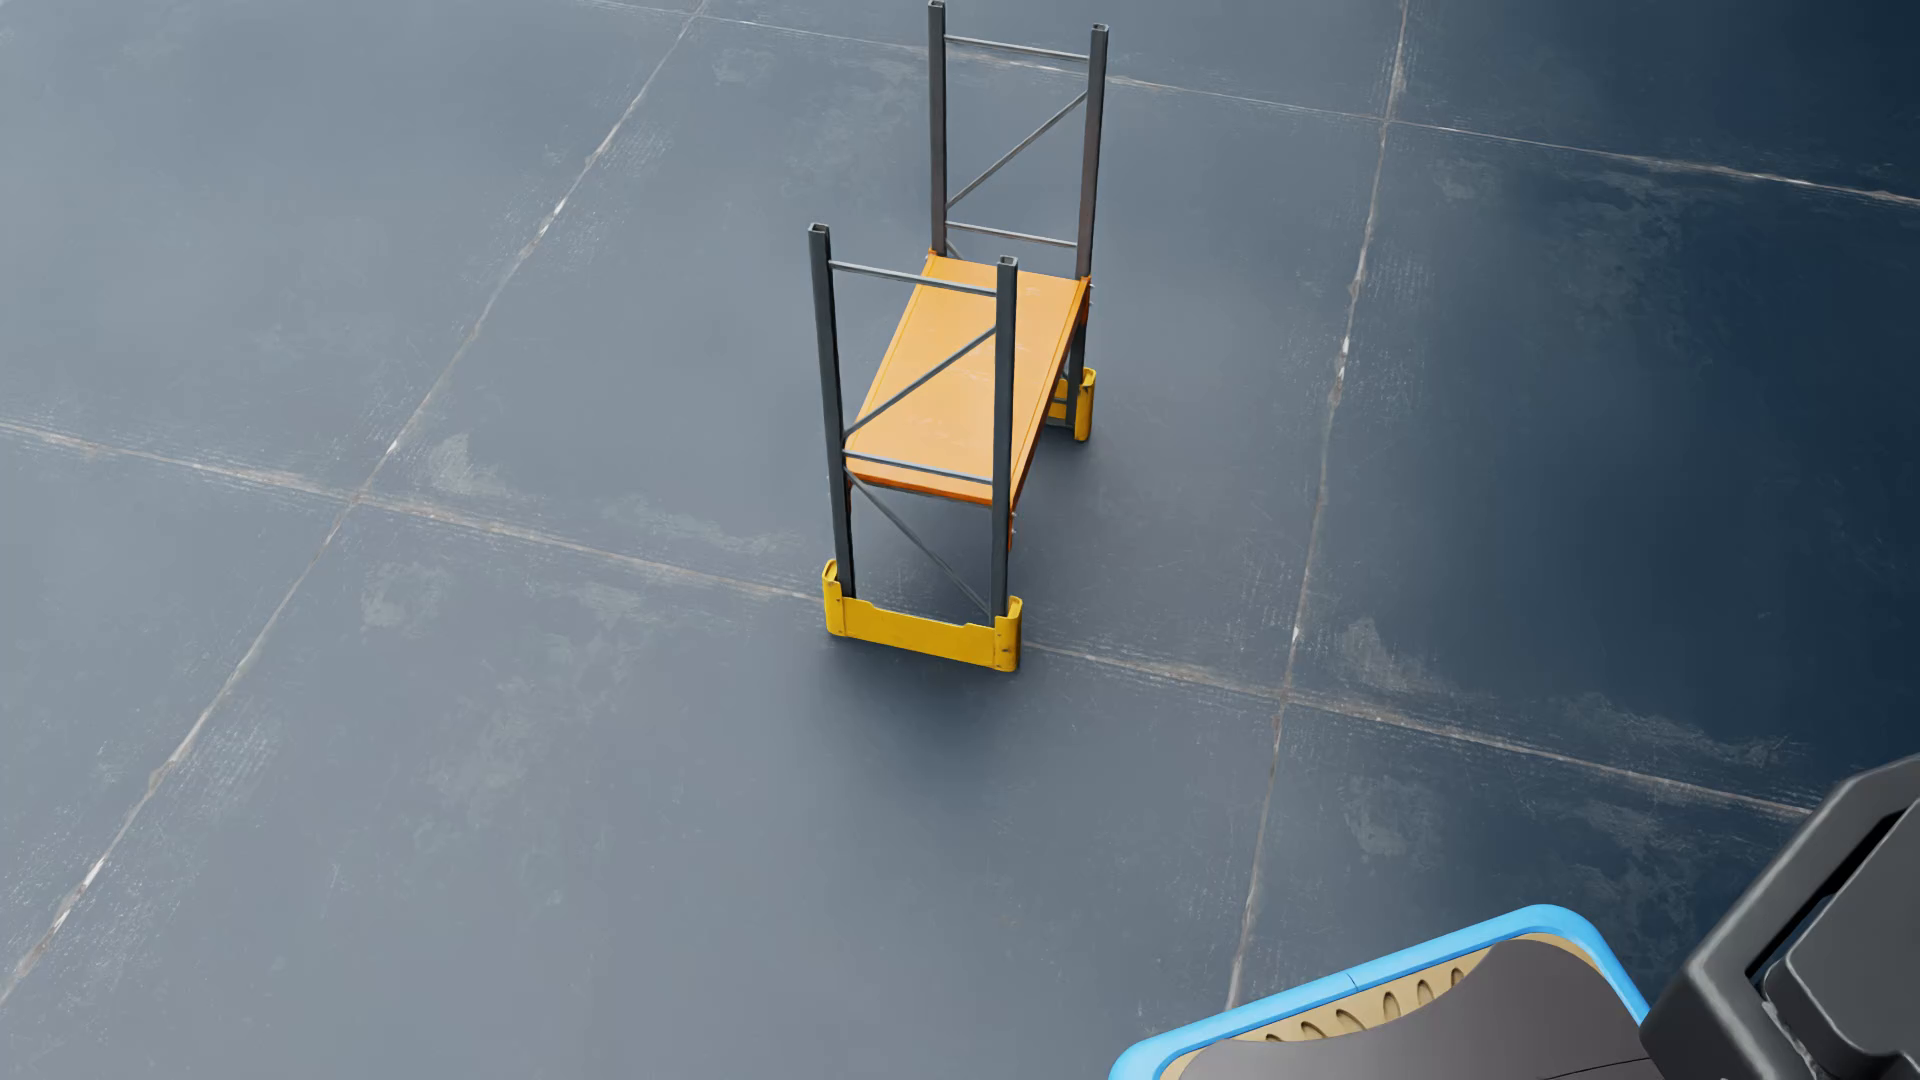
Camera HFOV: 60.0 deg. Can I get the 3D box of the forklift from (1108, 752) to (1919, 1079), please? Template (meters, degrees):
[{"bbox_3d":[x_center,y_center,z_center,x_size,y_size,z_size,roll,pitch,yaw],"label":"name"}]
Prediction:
[{"bbox_3d":[1.224,1.593,1.889,1.130,2.935,3.031,-15,50,-13],"label":"forklift"}]

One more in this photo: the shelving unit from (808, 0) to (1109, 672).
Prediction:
[{"bbox_3d":[0.020,-0.551,4.736,0.587,1.500,1.083,12,50,10],"label":"shelving unit"}]

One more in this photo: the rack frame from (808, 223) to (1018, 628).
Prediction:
[{"bbox_3d":[-0.111,-0.190,4.418,0.500,1.500,0.032,12,50,10],"label":"rack frame"}]

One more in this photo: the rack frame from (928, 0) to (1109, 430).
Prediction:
[{"bbox_3d":[0.156,-0.926,5.067,0.500,1.500,0.032,12,50,10],"label":"rack frame"}]

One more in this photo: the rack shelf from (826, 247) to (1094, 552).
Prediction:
[{"bbox_3d":[0.022,-0.439,4.877,0.538,0.185,1.000,12,50,10],"label":"rack shelf"}]

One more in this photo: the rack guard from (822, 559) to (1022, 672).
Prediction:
[{"bbox_3d":[-0.111,0.222,4.887,0.587,0.250,0.087,12,50,10],"label":"rack guard"}]

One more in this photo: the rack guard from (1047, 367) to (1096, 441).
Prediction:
[{"bbox_3d":[0.151,-0.498,5.523,0.587,0.250,0.087,12,50,10],"label":"rack guard"}]
